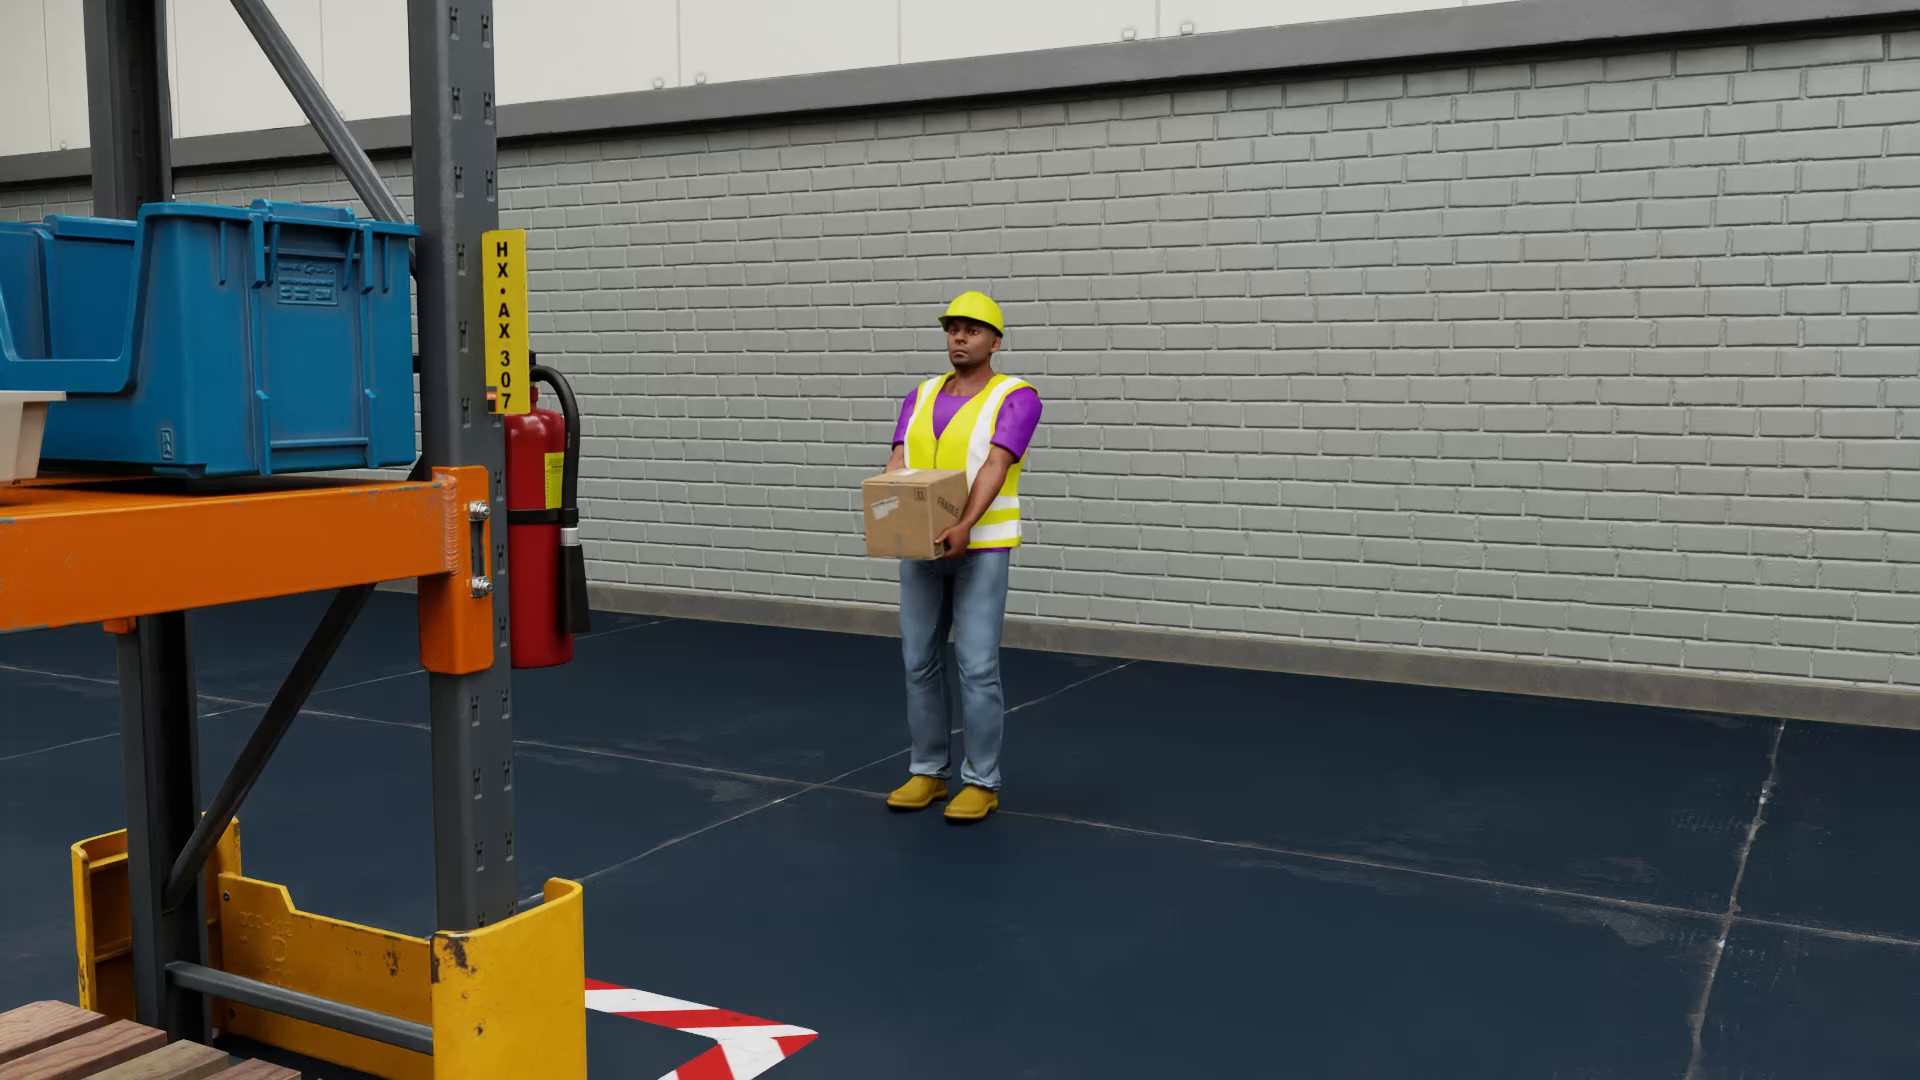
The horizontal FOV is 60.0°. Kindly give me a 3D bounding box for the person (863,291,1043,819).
[{"bbox_3d":[-0.040,0.050,5.567,0.502,1.761,0.587,3,7,29],"label":"person"}]
